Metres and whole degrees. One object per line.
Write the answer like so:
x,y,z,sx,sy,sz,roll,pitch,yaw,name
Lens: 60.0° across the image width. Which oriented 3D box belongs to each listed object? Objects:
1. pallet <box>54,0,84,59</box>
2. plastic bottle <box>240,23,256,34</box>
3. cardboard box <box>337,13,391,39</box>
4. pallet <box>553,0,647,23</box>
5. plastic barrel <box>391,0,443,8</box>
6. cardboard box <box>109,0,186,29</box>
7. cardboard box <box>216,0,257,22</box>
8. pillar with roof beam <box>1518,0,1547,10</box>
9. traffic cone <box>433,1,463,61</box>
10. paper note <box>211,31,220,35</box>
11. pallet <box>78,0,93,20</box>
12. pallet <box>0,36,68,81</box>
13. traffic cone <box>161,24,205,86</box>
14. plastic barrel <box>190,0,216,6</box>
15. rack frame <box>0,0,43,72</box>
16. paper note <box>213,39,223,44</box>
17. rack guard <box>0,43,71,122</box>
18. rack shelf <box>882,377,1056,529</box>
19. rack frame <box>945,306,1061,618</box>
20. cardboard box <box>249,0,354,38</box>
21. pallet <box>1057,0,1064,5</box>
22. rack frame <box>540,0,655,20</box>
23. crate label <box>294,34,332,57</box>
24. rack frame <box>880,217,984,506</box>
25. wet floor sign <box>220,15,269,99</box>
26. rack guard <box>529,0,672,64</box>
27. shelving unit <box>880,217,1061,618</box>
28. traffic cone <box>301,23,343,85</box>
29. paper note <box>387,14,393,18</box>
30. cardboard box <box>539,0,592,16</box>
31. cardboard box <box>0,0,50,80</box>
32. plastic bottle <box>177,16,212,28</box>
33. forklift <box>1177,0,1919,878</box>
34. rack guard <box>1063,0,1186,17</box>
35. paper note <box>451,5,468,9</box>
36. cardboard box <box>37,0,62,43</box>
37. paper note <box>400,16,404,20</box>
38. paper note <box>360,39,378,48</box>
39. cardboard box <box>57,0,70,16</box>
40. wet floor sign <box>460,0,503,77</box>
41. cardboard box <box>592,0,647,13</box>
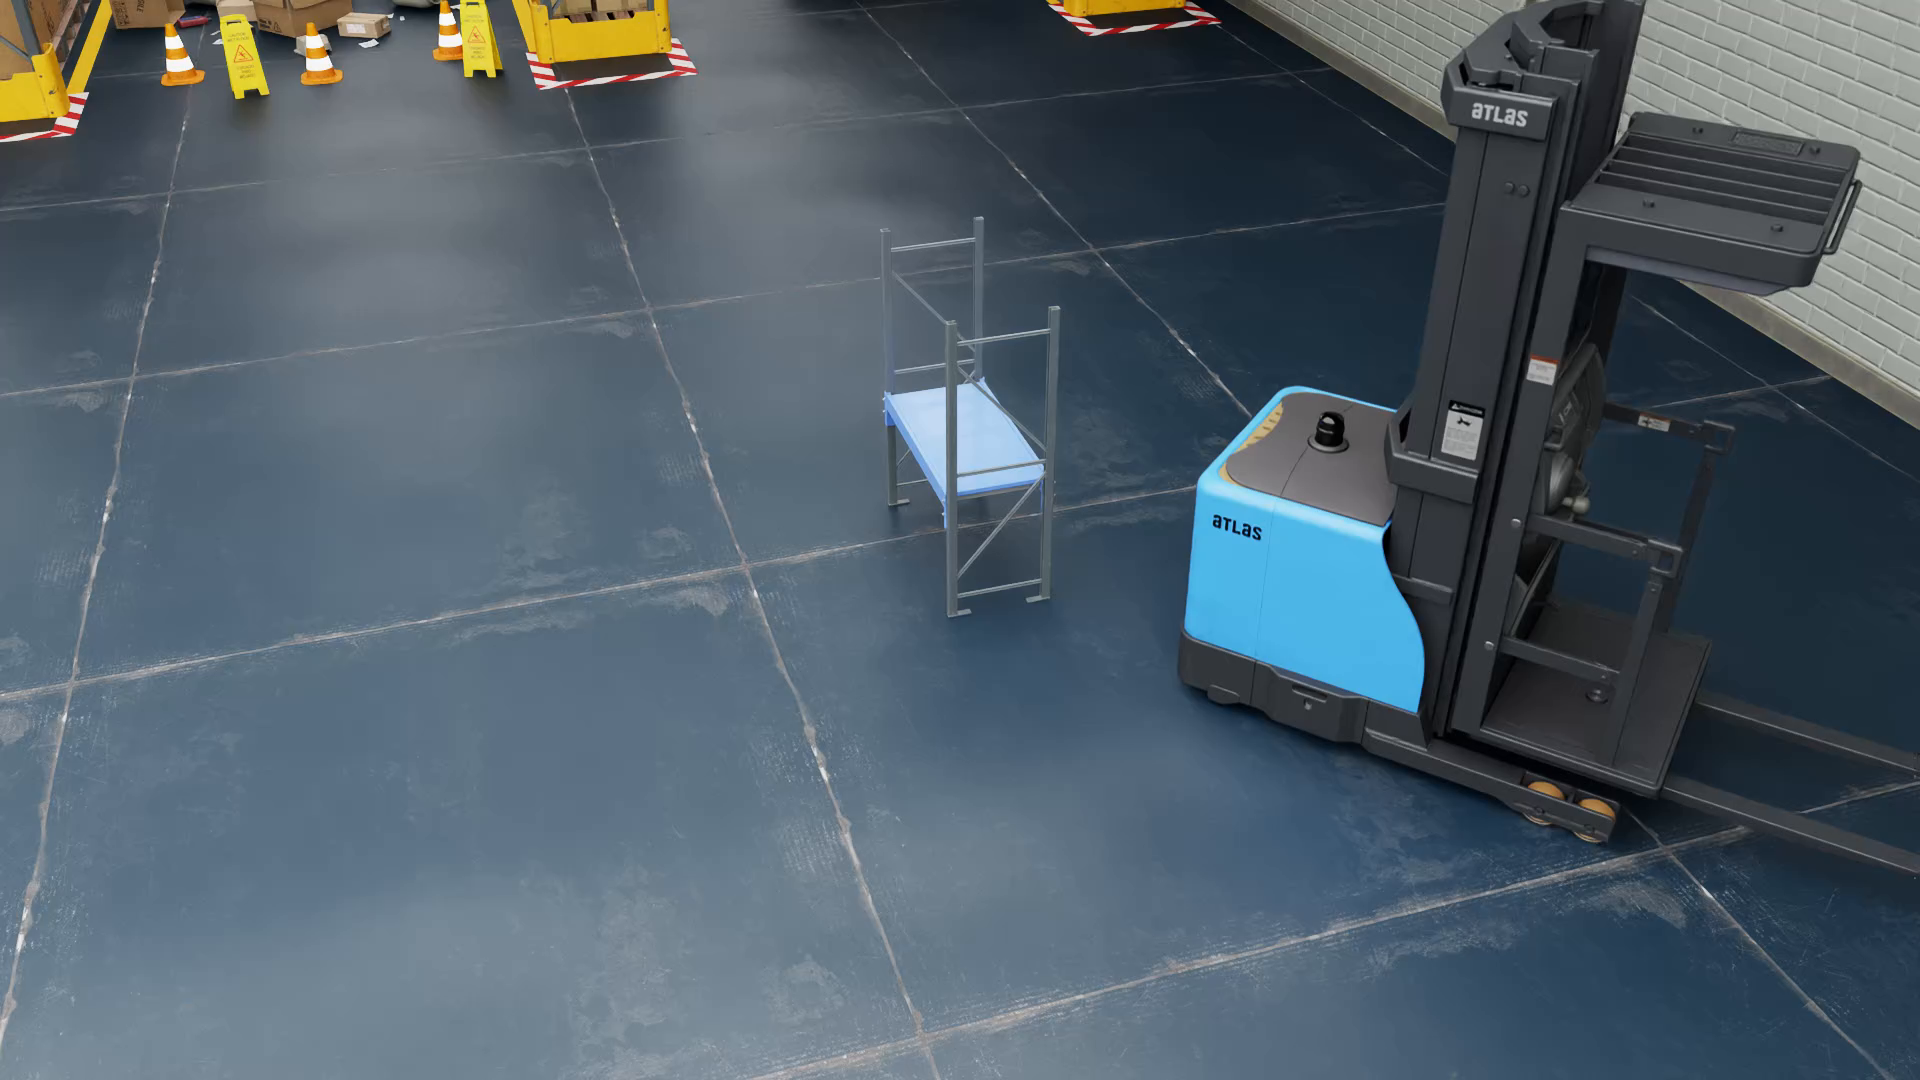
-8.517,-4.559,14.959,1.003,0.211,1.213,-10,35,-15,pallet
-6.617,-4.727,15.348,0.133,0.061,0.283,-23,40,-31,plastic bottle
-5.470,-4.721,15.260,0.380,0.149,0.250,7,34,10,cardboard box
-3.384,-4.871,15.430,1.003,0.211,1.213,-10,35,-15,pallet
-5.219,-5.317,15.913,0.512,0.421,0.421,13,36,18,plastic barrel
-7.600,-5.093,15.501,0.500,0.500,0.500,-4,34,-6,cardboard box
-6.772,-5.044,15.642,0.396,0.266,0.258,-4,34,-6,cardboard box
-0.045,-5.545,8.479,9.100,9.000,0.400,-10,35,-15,pillar with roof beam
-4.507,-4.513,14.660,0.336,0.463,0.334,-10,35,-15,traffic cone
-6.849,-4.669,15.306,0.032,0.001,0.123,7,34,10,paper note
-8.893,-5.201,15.930,1.003,0.211,1.213,-10,35,-15,pallet
-8.149,-3.920,13.991,1.003,0.211,1.213,-10,35,-15,pallet
-6.640,-4.136,14.090,0.336,0.463,0.334,-10,35,-15,traffic cone
-7.244,-5.364,15.984,0.512,0.421,0.421,13,36,18,plastic barrel
-7.830,-4.677,12.607,1.000,3.000,0.127,-10,35,-15,rack frame
-6.679,-4.524,15.071,0.144,0.017,0.142,1,33,2,paper note
-7.823,-3.621,13.277,1.175,0.500,0.348,-10,35,-15,rack guard
0.026,-0.431,7.868,0.538,0.185,1.000,-10,35,-15,rack shelf
0.181,-0.314,7.365,0.500,1.500,0.032,-10,35,-15,rack frame
-6.094,-5.017,15.386,0.637,0.503,0.797,19,38,26,cardboard box
1.306,-5.630,16.579,1.003,0.211,1.213,-10,35,-15,pallet
-3.147,-5.562,13.947,1.000,3.000,0.127,-10,35,-15,rack frame
-5.759,-4.414,14.806,0.298,0.136,0.250,27,42,34,crate label
-0.129,-0.848,8.173,0.500,1.500,0.032,-10,35,-15,rack frame
-5.936,-4.012,13.737,0.267,0.644,0.232,-16,37,-23,wet floor sign
-3.170,-4.559,14.696,1.175,0.500,0.348,-10,35,-15,rack guard
0.026,-0.581,7.769,0.538,1.500,1.048,-10,35,-15,shelving unit
-5.460,-4.148,14.107,0.336,0.463,0.334,-10,35,-15,traffic cone
-5.447,-4.952,15.726,0.148,0.019,0.142,1,33,2,paper note
-3.657,-4.982,15.182,0.500,0.250,0.500,-10,35,-15,cardboard box
-8.100,-4.311,13.599,0.875,0.875,0.875,-10,35,-14,cardboard box
-7.146,-4.845,15.527,0.283,0.061,0.133,-23,40,-31,plastic bottle
2.475,-0.383,6.172,3.031,2.935,1.130,18,38,25,forklift
1.586,-5.344,15.883,1.175,0.500,0.348,-10,35,-15,rack guard
-4.811,-5.136,15.995,0.142,0.019,0.148,-23,40,-31,paper note
-8.371,-4.772,14.297,0.875,0.875,0.875,-11,35,-15,cardboard box
-5.266,-4.925,15.694,0.032,0.001,0.123,-10,35,-15,paper note
-5.331,-4.485,15.010,0.148,0.019,0.142,-23,40,-31,paper note
-8.647,-5.251,15.022,0.875,0.875,0.875,-10,35,-14,cardboard box
-4.108,-4.300,14.173,0.267,0.644,0.232,1,33,2,wet floor sign
-3.130,-5.060,15.300,0.500,0.250,0.500,-10,35,-15,cardboard box
